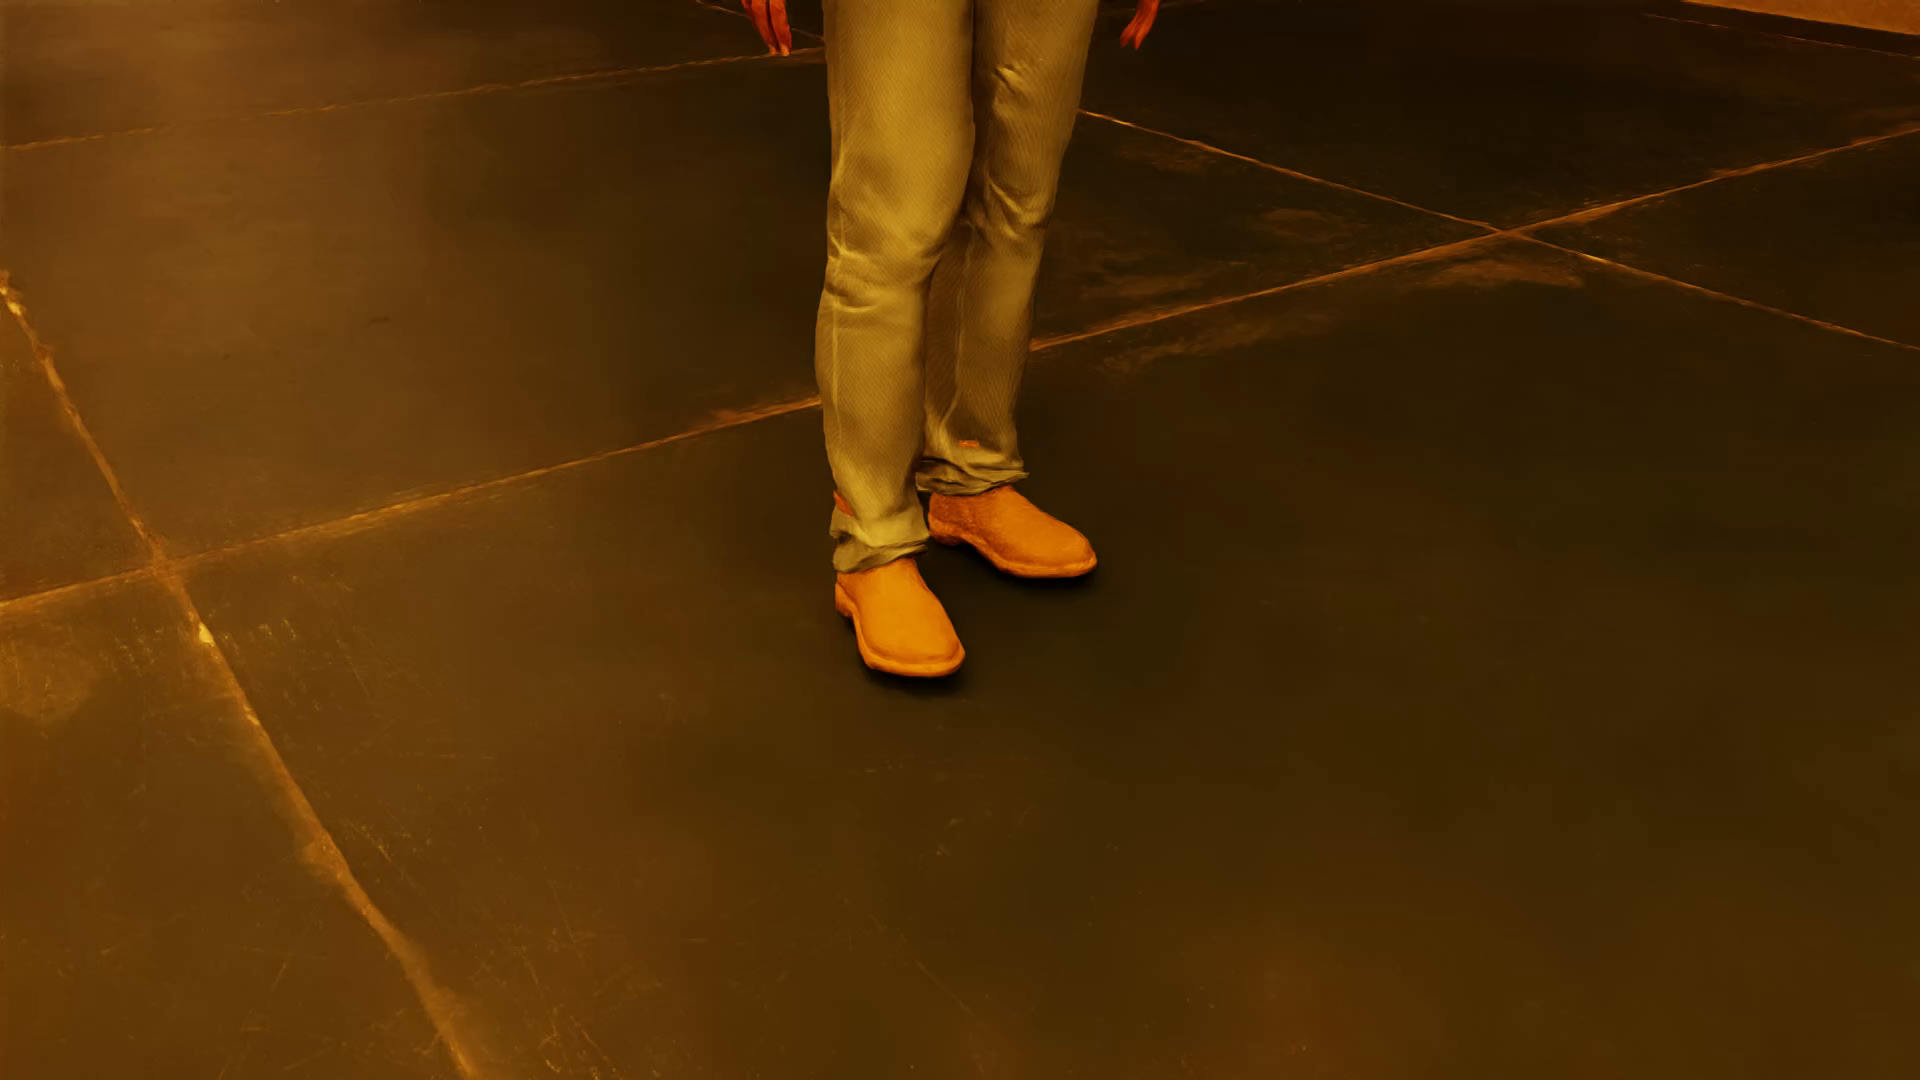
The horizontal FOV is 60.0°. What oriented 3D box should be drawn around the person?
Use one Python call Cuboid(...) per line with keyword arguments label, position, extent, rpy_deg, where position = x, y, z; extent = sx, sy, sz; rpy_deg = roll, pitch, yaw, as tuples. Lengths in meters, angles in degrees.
Cuboid(label="person", position=(0.035, -0.769, 2.047), extent=(0.665, 1.766, 0.576), rpy_deg=(-17, 31, -31))
